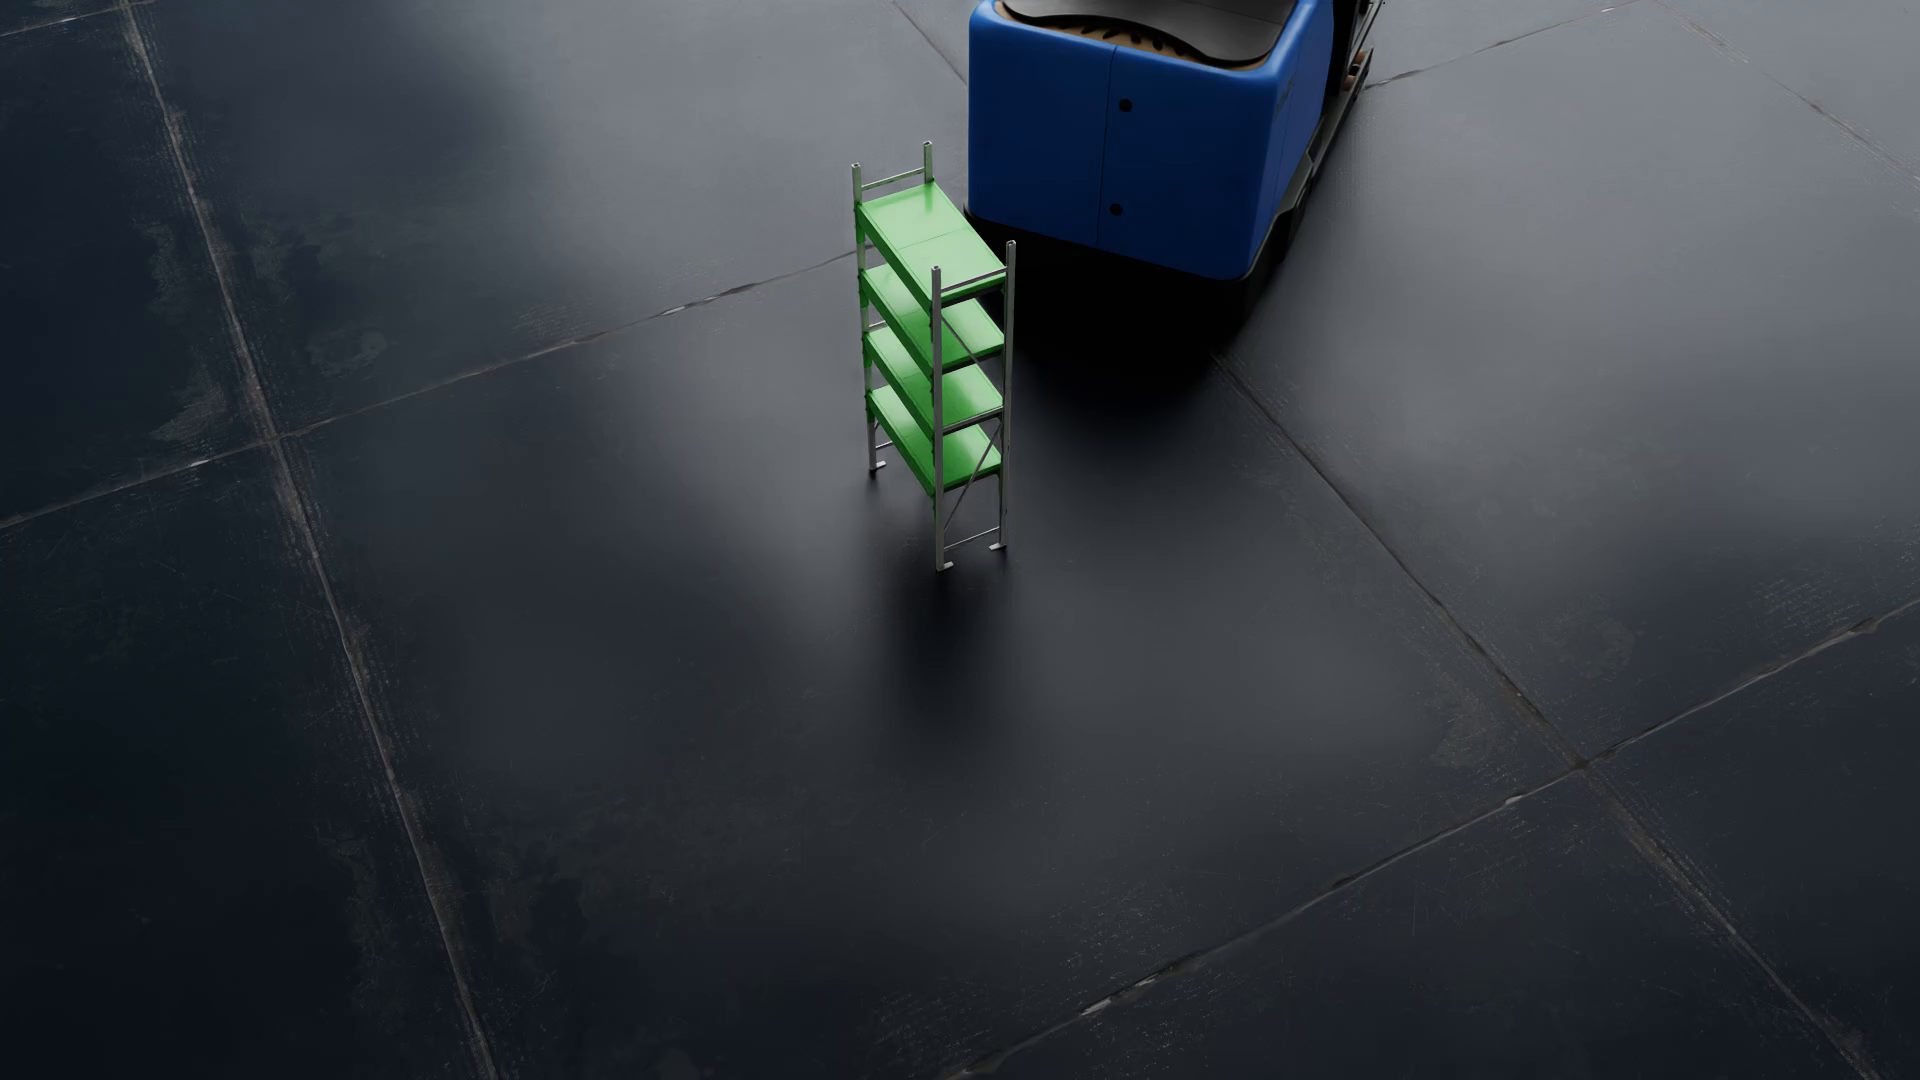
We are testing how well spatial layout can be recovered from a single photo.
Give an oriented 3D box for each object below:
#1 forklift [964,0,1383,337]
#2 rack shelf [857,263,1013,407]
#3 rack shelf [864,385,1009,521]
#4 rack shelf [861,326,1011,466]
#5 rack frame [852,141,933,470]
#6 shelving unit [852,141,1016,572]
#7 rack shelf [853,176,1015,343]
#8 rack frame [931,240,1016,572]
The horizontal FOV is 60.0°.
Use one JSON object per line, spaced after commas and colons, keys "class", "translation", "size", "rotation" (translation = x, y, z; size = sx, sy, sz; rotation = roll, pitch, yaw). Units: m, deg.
{"class": "forklift", "translation": [1.049, -2.801, 5.753], "size": [1.130, 2.935, 3.031], "rotation": [17, 51, 15]}
{"class": "rack shelf", "translation": [-0.076, -0.622, 4.763], "size": [0.258, 0.148, 0.480], "rotation": [-21, 52, -18]}
{"class": "rack shelf", "translation": [-0.076, -0.306, 5.124], "size": [0.258, 0.148, 0.480], "rotation": [-21, 52, -18]}
{"class": "rack shelf", "translation": [-0.076, -0.464, 4.943], "size": [0.258, 0.148, 0.480], "rotation": [-21, 52, -18]}
{"class": "rack frame", "translation": [-0.187, -0.669, 5.038], "size": [0.240, 1.200, 0.015], "rotation": [-21, 52, -18]}
{"class": "shelving unit", "translation": [-0.076, -0.506, 4.895], "size": [0.258, 1.200, 0.503], "rotation": [-21, 52, -18]}
{"class": "rack shelf", "translation": [-0.076, -0.780, 4.582], "size": [0.258, 0.148, 0.480], "rotation": [-21, 52, -18]}
{"class": "rack frame", "translation": [0.036, -0.342, 4.752], "size": [0.240, 1.200, 0.015], "rotation": [-21, 52, -18]}
